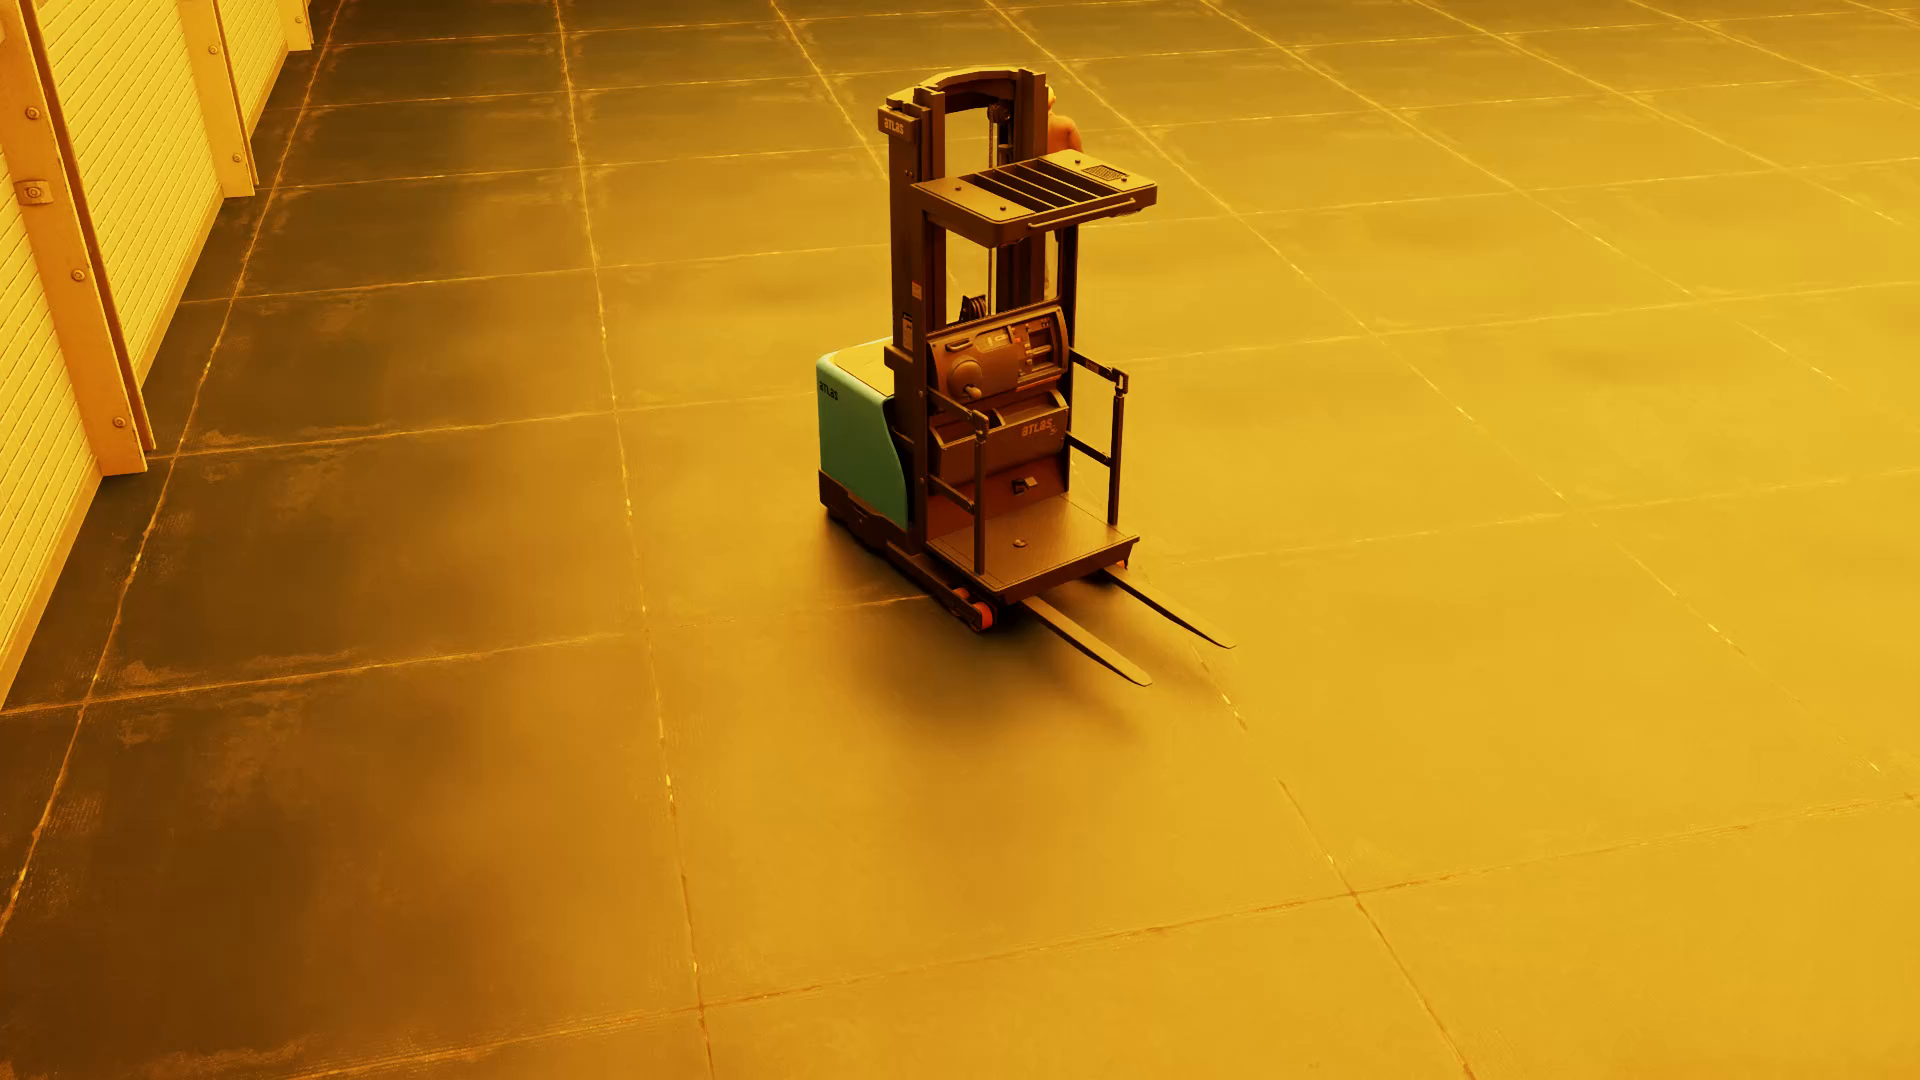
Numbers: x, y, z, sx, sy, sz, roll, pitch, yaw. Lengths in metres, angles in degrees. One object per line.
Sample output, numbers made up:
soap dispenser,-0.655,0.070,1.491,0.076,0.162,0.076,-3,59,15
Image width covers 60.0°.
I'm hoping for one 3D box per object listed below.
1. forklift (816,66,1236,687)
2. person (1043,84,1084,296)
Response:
forklift,0.355,-1.021,9.338,1.130,2.935,3.031,-20,35,-30
person,0.693,-2.912,13.738,0.694,1.777,0.576,-1,30,-2
